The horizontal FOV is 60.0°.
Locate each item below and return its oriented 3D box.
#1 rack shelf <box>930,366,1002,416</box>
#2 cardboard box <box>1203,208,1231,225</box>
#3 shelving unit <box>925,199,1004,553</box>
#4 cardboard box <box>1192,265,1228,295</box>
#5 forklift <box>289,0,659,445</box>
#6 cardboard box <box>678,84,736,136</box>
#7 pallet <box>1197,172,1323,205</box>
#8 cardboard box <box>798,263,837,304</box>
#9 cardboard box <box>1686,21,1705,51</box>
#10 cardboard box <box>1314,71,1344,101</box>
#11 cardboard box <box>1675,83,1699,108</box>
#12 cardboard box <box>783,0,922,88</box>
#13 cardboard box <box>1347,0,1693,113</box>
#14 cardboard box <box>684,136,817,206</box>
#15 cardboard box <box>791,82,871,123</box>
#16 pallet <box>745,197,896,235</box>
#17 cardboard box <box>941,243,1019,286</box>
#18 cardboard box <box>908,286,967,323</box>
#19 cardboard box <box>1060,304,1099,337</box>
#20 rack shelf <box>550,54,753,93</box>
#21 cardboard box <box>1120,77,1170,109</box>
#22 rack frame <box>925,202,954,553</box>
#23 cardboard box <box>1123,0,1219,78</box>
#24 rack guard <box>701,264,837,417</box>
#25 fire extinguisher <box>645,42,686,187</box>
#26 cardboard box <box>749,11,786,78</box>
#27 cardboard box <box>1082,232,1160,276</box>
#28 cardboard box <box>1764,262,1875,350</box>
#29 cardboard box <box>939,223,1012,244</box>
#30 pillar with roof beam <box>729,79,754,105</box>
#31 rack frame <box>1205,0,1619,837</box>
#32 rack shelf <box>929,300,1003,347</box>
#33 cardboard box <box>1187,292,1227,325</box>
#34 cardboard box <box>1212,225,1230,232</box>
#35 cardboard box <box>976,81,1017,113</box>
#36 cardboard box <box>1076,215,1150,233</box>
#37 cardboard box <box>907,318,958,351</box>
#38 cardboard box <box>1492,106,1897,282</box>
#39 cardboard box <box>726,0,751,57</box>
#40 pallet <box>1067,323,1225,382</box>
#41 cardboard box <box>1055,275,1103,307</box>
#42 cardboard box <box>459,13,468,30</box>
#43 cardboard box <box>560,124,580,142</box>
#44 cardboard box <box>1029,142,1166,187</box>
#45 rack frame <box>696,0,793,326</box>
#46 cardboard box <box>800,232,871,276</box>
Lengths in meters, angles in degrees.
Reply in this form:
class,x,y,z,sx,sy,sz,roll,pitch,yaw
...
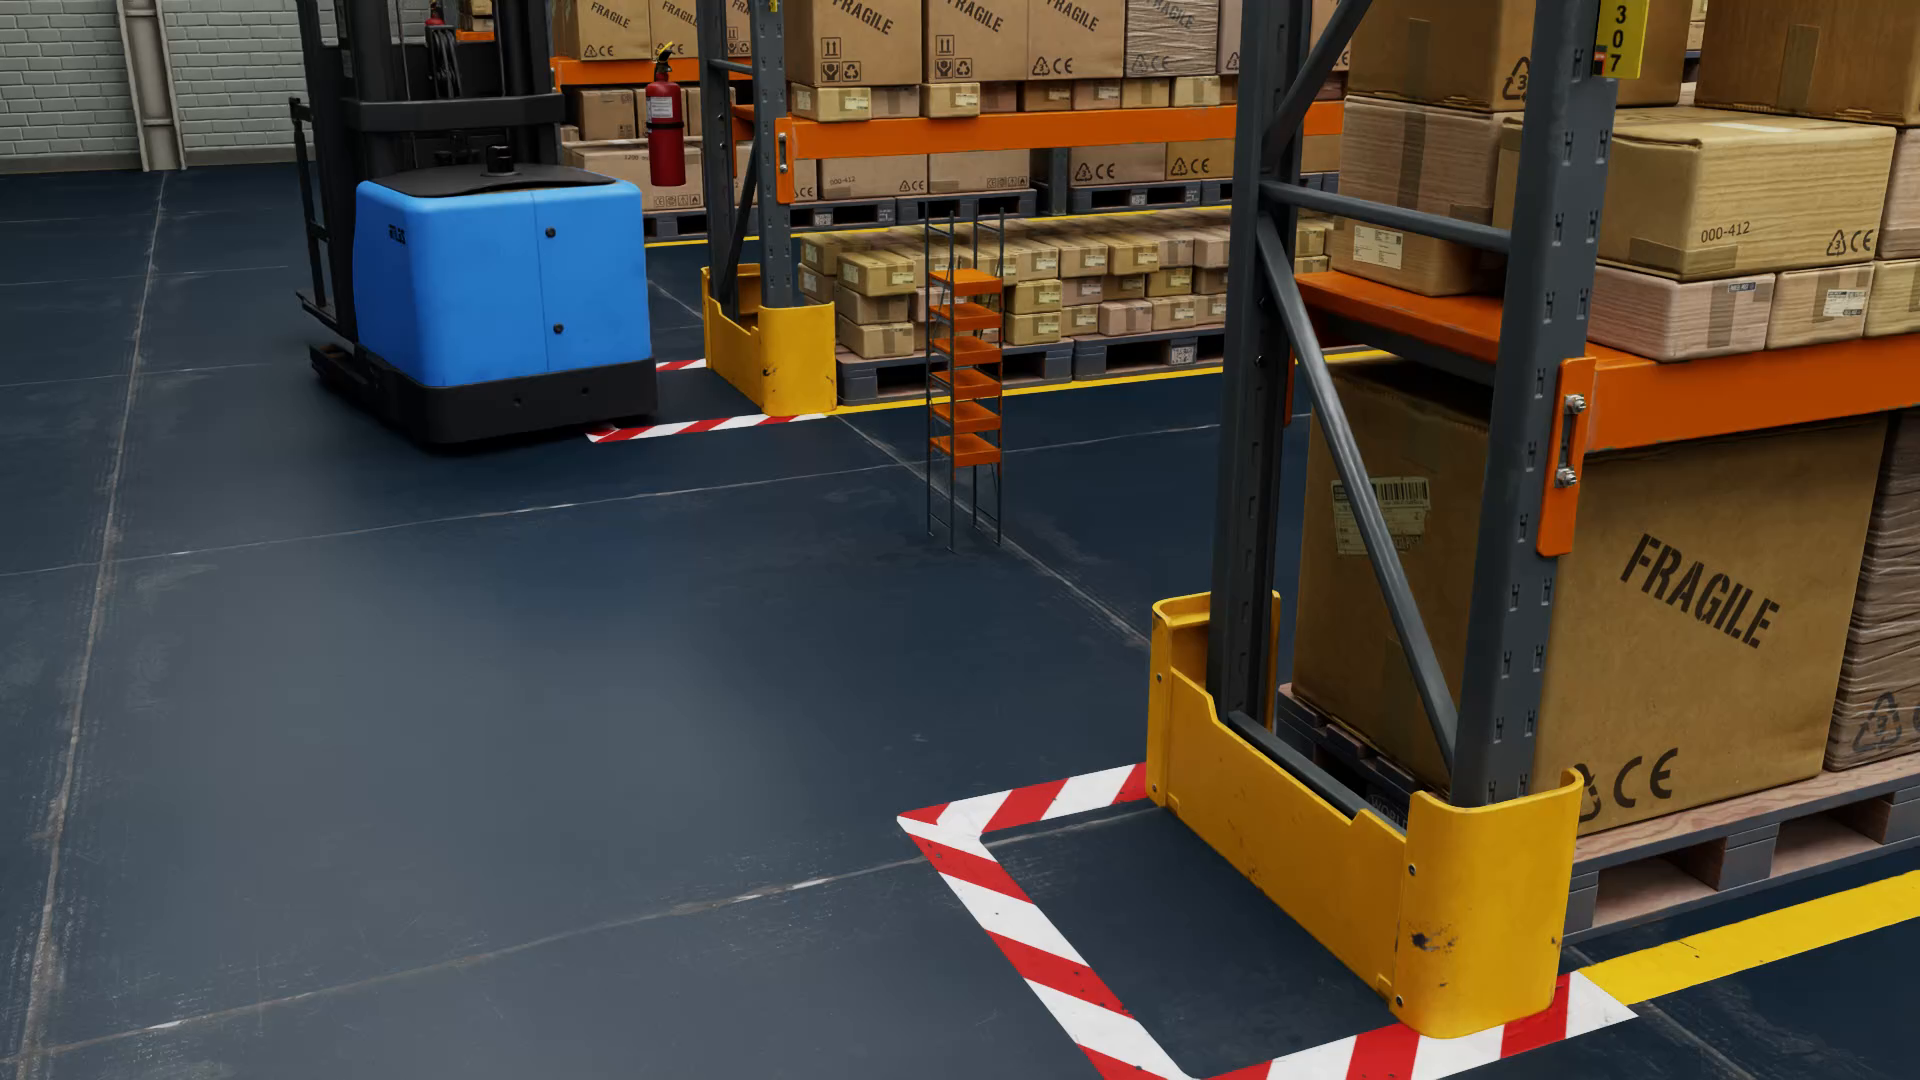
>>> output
class,x,y,z,sx,sy,sz,roll,pitch,yaw
rack shelf,0.013,-0.526,5.843,0.180,0.103,0.258,-8,21,-22
cardboard box,1.543,-1.732,9.189,0.250,0.149,0.380,-9,21,-23
shelving unit,0.013,-0.568,5.828,0.189,1.200,0.258,-8,21,-22
cardboard box,1.265,-1.392,8.670,0.250,0.149,0.380,-9,21,-24
forklift,-2.598,-2.217,7.905,1.130,2.935,3.031,-13,23,-32
cardboard box,-2.683,-4.479,17.357,0.500,0.500,0.700,-9,21,-24
pallet,2.408,-3.155,14.665,1.213,0.211,1.003,-8,21,-22
cardboard box,-0.641,-1.312,8.444,0.250,0.149,0.380,-9,21,-23
cardboard box,3.919,-2.782,9.152,0.250,0.149,0.380,-8,21,-21
cardboard box,1.765,-2.363,8.596,0.250,0.149,0.380,-9,21,-23
cardboard box,1.666,-0.917,3.887,0.500,0.250,0.500,-9,21,-23
cardboard box,-0.490,-2.324,7.507,0.500,0.500,0.500,-7,21,-19
cardboard box,1.203,-1.203,3.572,0.500,0.500,0.500,-8,21,-21
cardboard box,-1.662,-2.888,12.933,0.875,0.438,0.875,-8,21,-20
cardboard box,-0.585,-1.986,7.524,0.250,0.149,0.380,-8,21,-22
pallet,-1.244,-2.631,13.176,1.213,0.211,1.003,-8,21,-22
cardboard box,0.091,-1.328,8.042,0.250,0.149,0.380,-8,21,-22
cardboard box,-0.156,-1.165,8.026,0.250,0.149,0.380,-8,21,-22
cardboard box,0.504,-1.143,8.413,0.250,0.149,0.380,-8,21,-22
rack shelf,-1.229,-3.582,12.761,4.000,0.370,1.077,-8,21,-22
cardboard box,0.827,-2.207,8.151,0.250,0.149,0.380,-7,21,-20
rack frame,-0.071,-0.556,5.794,0.006,1.200,0.240,-8,21,-22
cardboard box,0.911,-2.532,8.097,0.500,0.500,0.500,-9,21,-23
rack guard,-0.942,-0.993,8.089,0.348,0.500,1.175,-8,21,-22
fire extinguisher,-1.426,-2.057,8.025,0.183,0.674,0.296,-8,21,-22
cardboard box,-0.701,-2.487,7.970,0.500,0.500,0.500,-8,21,-21
cardboard box,0.804,-1.440,8.360,0.250,0.149,0.380,-8,21,-21
cardboard box,1.551,-0.498,3.297,0.250,0.149,0.380,-8,21,-23
cardboard box,0.077,-1.546,8.660,0.250,0.149,0.380,-9,21,-24
pillar with roof beam,-0.653,-7.397,13.482,0.400,9.000,9.100,-8,21,-22
rack frame,0.860,-0.636,3.312,0.127,3.000,1.000,-8,21,-22
rack shelf,0.013,-0.752,5.763,0.180,0.103,0.258,-8,21,-22
cardboard box,1.219,-1.236,8.676,0.250,0.149,0.380,-8,21,-21
cardboard box,1.511,-1.541,8.646,0.250,0.149,0.380,-9,21,-25
cardboard box,0.084,-2.127,7.925,0.250,0.149,0.380,-7,21,-19
cardboard box,0.817,-1.642,8.933,0.250,0.149,0.380,-8,21,-22
cardboard box,-0.196,-1.046,8.136,0.250,0.149,0.380,-8,21,-22
cardboard box,1.407,-0.686,3.233,0.500,0.250,0.500,-9,21,-23
cardboard box,-1.584,-3.817,12.196,0.500,0.500,0.500,-8,21,-22
pallet,0.936,-1.112,8.862,1.213,0.211,1.003,-8,21,-22
cardboard box,0.519,-1.289,8.378,0.250,0.149,0.380,-9,21,-25
cardboard box,-4.837,-5.178,16.590,0.250,0.149,0.380,-8,21,-23
cardboard box,-4.031,-4.120,16.867,0.250,0.149,0.380,-9,21,-24
cardboard box,1.145,-3.486,13.973,0.875,0.875,0.875,-7,21,-20
rack frame,-1.012,-2.162,7.645,0.127,3.000,1.000,-8,21,-22
cardboard box,-0.626,-1.443,8.367,0.250,0.149,0.380,-8,21,-21
